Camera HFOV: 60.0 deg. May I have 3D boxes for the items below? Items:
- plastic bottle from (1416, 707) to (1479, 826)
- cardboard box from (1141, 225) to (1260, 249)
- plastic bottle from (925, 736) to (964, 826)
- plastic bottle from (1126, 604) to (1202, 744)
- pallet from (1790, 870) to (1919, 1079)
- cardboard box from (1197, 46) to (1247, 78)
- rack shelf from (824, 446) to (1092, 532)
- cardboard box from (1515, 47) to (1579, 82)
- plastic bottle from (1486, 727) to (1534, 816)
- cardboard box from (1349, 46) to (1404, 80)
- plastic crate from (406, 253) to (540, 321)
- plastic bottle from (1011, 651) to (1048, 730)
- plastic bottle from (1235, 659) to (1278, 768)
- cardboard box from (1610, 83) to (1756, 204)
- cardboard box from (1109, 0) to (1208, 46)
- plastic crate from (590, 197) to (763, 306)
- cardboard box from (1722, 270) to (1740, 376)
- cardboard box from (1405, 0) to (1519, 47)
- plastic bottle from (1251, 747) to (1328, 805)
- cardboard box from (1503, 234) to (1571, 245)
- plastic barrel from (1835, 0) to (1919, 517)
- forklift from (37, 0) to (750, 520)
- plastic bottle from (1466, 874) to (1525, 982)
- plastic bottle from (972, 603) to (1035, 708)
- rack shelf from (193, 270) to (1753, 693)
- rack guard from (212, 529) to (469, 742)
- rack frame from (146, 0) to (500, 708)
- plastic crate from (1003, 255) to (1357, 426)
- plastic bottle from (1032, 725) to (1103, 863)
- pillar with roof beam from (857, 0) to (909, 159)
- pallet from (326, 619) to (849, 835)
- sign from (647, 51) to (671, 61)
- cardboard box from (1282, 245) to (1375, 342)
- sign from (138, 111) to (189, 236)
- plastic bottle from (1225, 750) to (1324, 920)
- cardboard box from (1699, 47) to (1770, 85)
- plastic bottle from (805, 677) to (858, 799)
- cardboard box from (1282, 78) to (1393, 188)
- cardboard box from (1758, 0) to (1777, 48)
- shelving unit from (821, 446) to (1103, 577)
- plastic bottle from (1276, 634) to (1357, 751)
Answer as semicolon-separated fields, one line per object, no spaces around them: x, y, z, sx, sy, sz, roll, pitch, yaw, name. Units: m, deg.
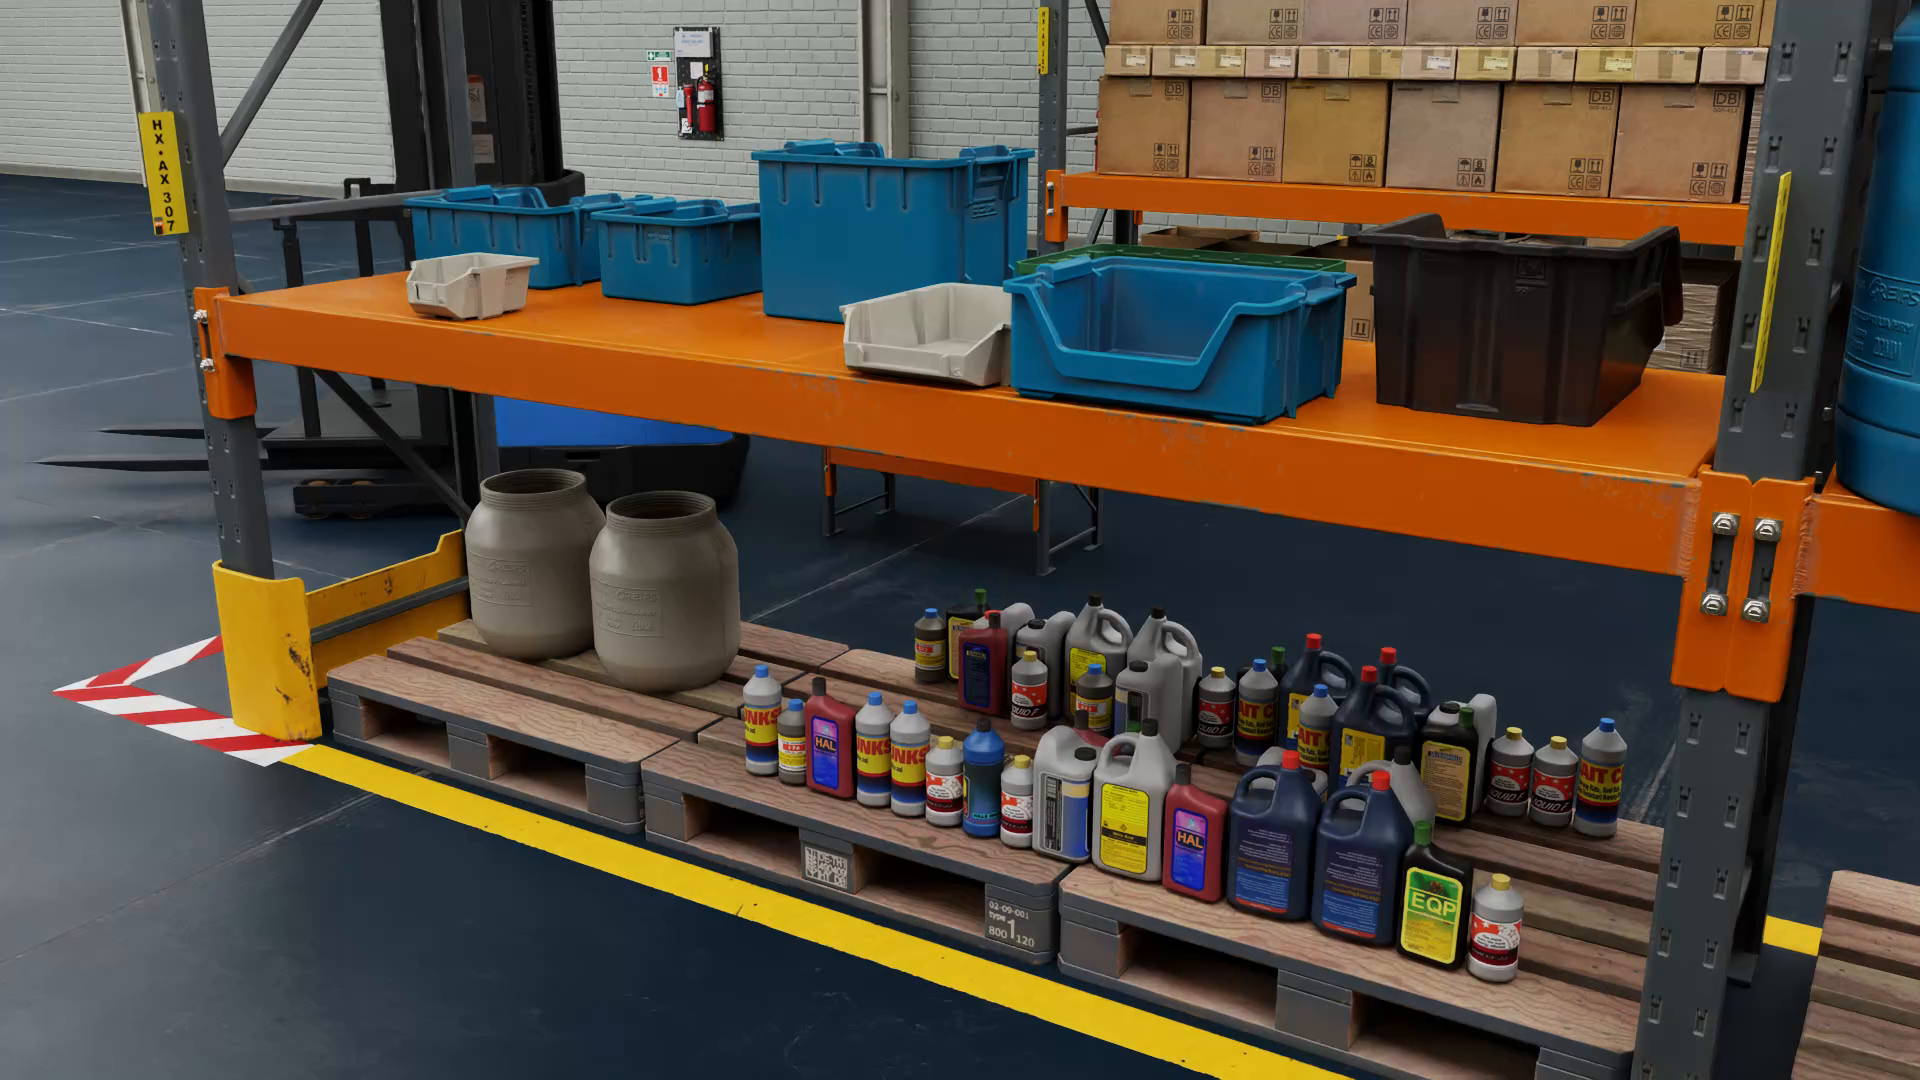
1.144;0.523;3.914;0.133;0.283;0.061;10;20;30;plastic bottle
1.331;-1.464;9.257;0.500;0.500;0.500;10;20;30;cardboard box
-0.033;0.562;3.926;0.097;0.201;0.097;0;17;0;plastic bottle
0.538;0.345;4.385;0.185;0.351;0.144;10;20;30;plastic bottle
2.221;1.051;3.058;1.213;0.211;1.003;10;20;30;pallet
1.378;-2.395;8.317;0.250;0.149;0.380;10;20;30;cardboard box
0.006;-0.303;6.785;1.000;0.278;0.538;10;20;30;rack shelf
2.702;-2.159;7.540;0.250;0.149;0.380;11;20;32;cardboard box
1.316;0.548;3.976;0.097;0.201;0.097;0;17;0;plastic bottle
2.039;-2.277;7.930;0.250;0.149;0.380;10;19;29;cardboard box
-1.283;-0.659;4.345;0.250;0.136;0.298;10;20;30;plastic crate
0.187;0.398;4.468;0.097;0.201;0.097;0;17;0;plastic bottle
0.755;0.435;4.227;0.097;0.271;0.097;0;17;0;plastic bottle
3.293;-1.812;7.512;0.500;0.500;0.700;10;20;29;cardboard box
1.155;-2.814;8.580;0.500;0.500;0.700;10;20;30;cardboard box
-0.743;-0.828;4.702;0.408;0.251;0.499;10;20;30;plastic crate
3.896;-1.011;7.768;0.500;0.500;0.500;10;20;30;cardboard box
2.463;-2.583;7.819;0.500;0.500;0.700;10;20;30;cardboard box
0.725;0.604;3.663;0.135;0.276;0.152;10;20;30;plastic bottle
4.336;-2.165;12.716;0.500;0.311;0.500;12;21;35;cardboard box
1.702;-0.499;2.501;0.708;0.901;0.600;10;20;30;plastic barrel
-2.520;-1.647;7.259;3.031;2.935;1.130;-1;17;-3;forklift
1.059;0.757;3.284;0.097;0.201;0.097;0;17;0;plastic bottle
0.118;0.307;4.638;0.135;0.276;0.152;10;20;30;plastic bottle
-0.173;-0.353;4.120;4.000;0.370;1.077;10;20;30;rack shelf
-1.788;0.195;5.381;0.348;0.500;1.175;10;20;30;rack guard
-1.877;-1.001;5.017;0.127;3.000;1.000;10;20;30;rack frame
0.446;-0.423;3.368;0.616;0.251;0.499;10;20;30;plastic crate
0.257;0.569;3.776;0.135;0.276;0.152;11;20;31;plastic bottle
-3.009;-6.280;12.072;0.400;9.000;9.100;10;20;30;pillar with roof beam
-1.098;0.458;5.011;1.213;0.211;1.003;10;20;30;pallet
-3.259;-5.238;17.992;0.331;0.109;0.001;10;20;30;sign
1.919;-1.187;8.345;0.500;0.500;0.500;10;20;30;cardboard box
-2.169;-0.998;4.530;0.005;0.325;0.100;10;20;30;sign
0.668;0.608;3.519;0.185;0.351;0.144;9;19;27;plastic bottle
3.349;-2.043;7.158;0.250;0.149;0.380;9;19;28;cardboard box
-0.312;0.480;4.058;0.133;0.283;0.061;10;20;31;plastic bottle
1.980;-2.046;8.283;0.500;0.500;0.700;10;20;30;cardboard box
3.746;-2.354;7.065;0.500;0.500;0.700;10;20;30;cardboard box
0.006;-0.537;6.714;1.048;1.125;0.538;10;20;30;shelving unit
0.900;0.410;4.172;0.185;0.351;0.144;9;19;28;plastic bottle
